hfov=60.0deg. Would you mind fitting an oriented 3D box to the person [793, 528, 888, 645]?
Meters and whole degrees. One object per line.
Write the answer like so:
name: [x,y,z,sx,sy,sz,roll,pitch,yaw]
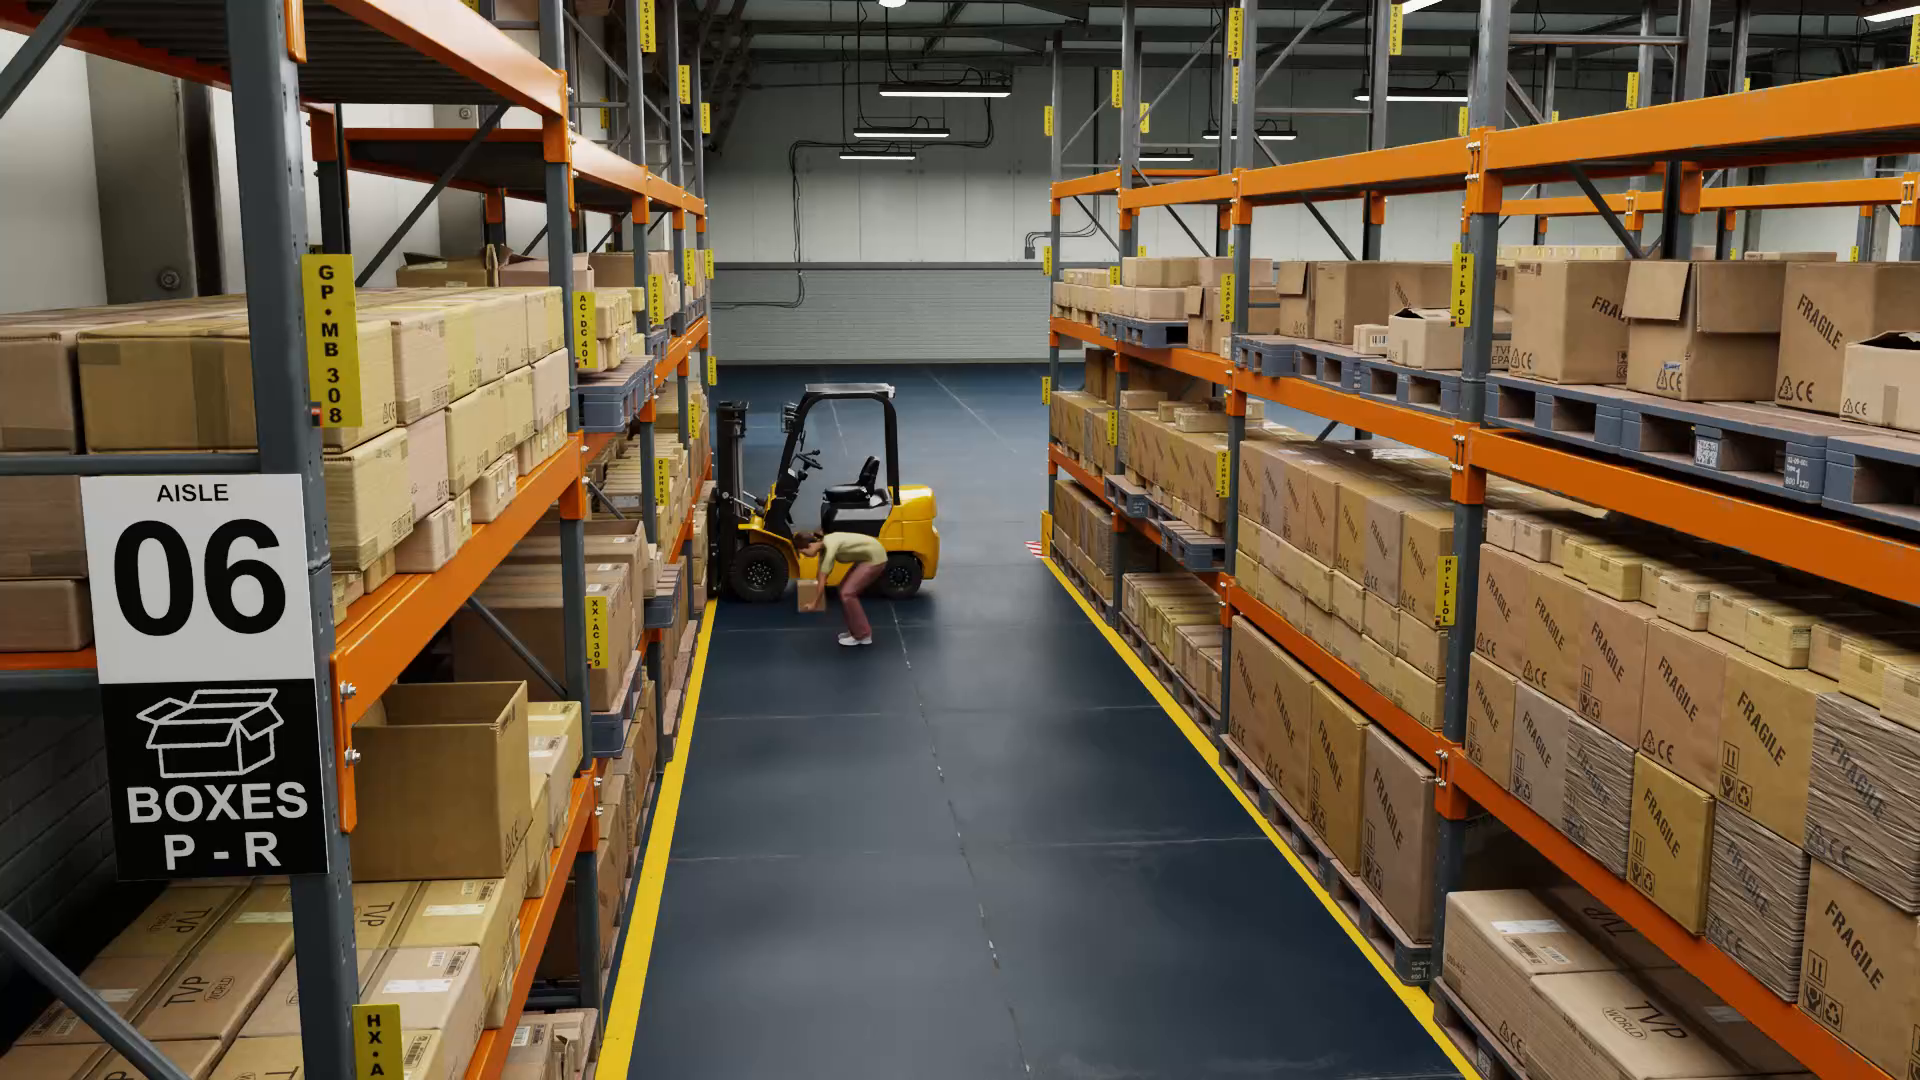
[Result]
person: [-1.093,0.416,15.258,0.863,1.083,0.439,-2,10,-9]
